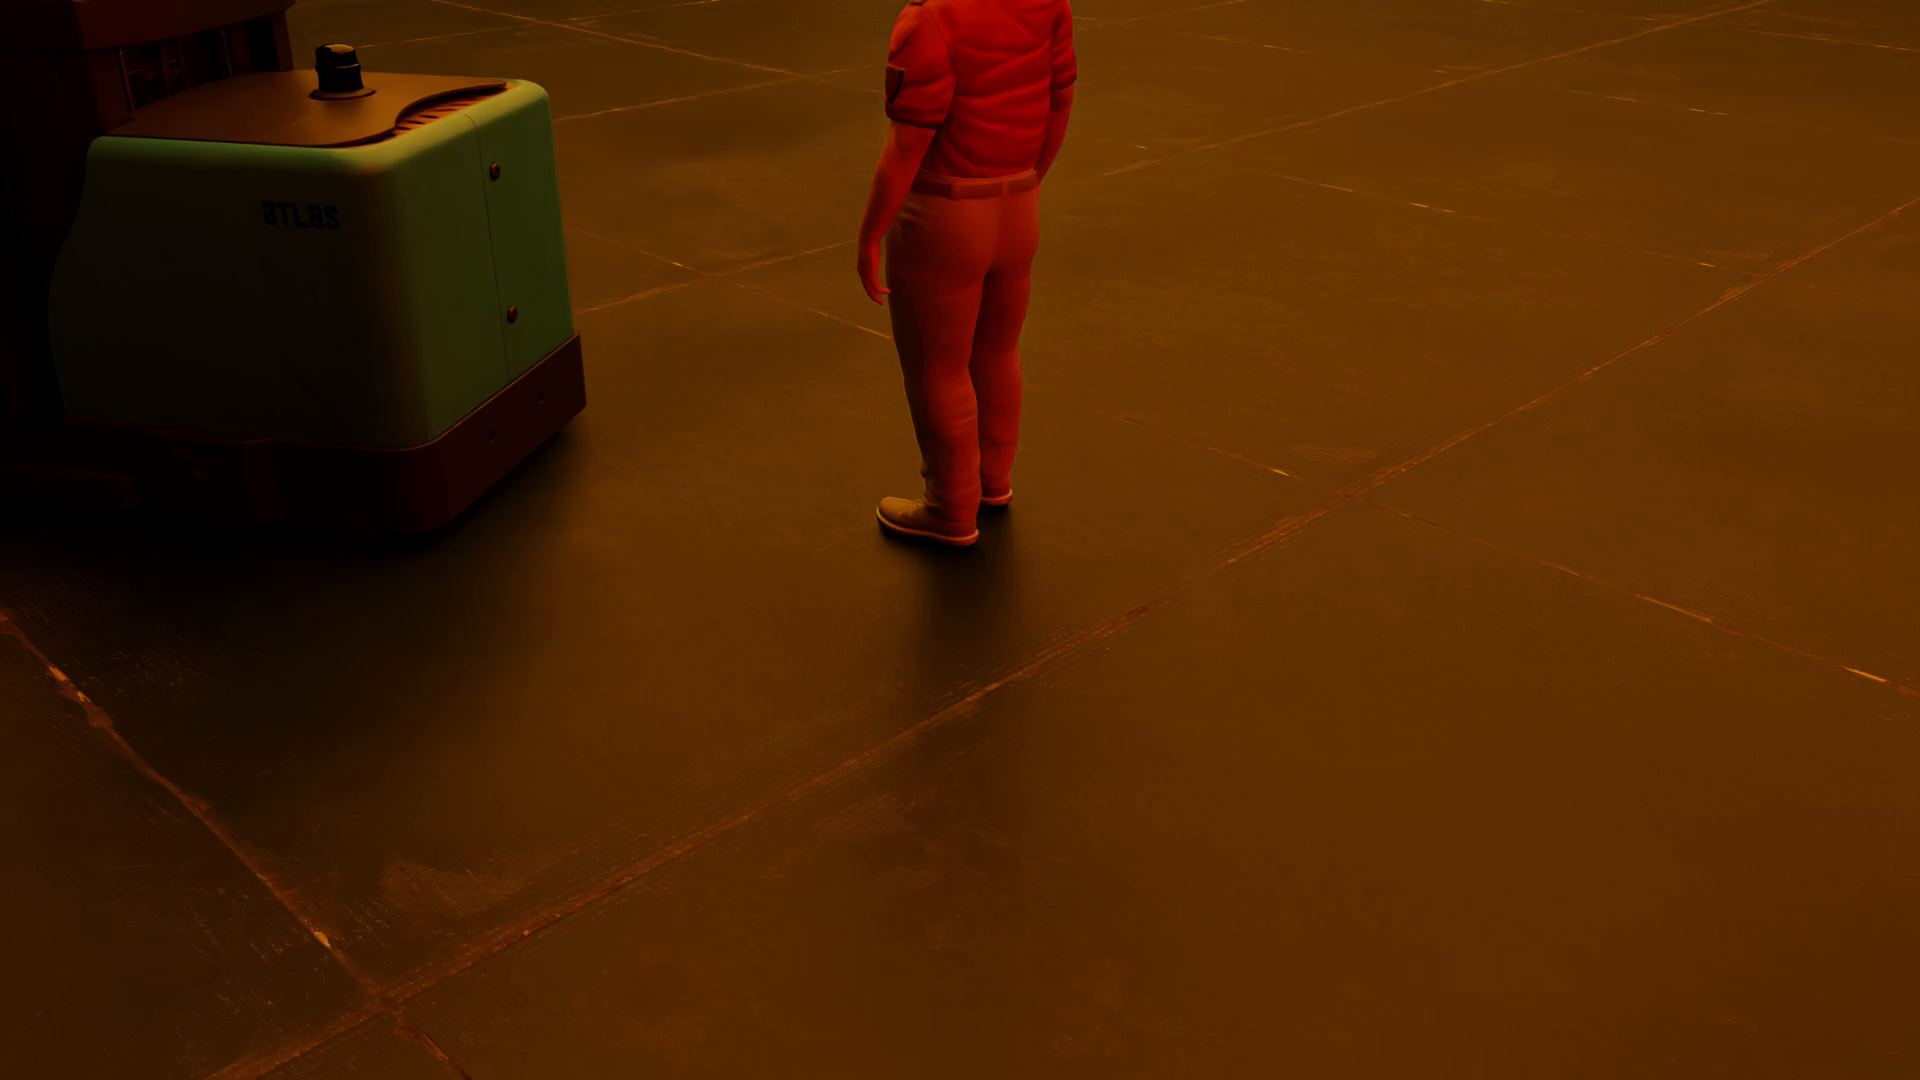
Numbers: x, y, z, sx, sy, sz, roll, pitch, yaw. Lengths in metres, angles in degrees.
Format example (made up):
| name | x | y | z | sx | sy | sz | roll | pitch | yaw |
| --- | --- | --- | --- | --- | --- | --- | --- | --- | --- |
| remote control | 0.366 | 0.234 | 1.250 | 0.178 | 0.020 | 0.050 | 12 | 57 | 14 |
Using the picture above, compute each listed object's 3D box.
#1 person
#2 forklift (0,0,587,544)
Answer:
| name | x | y | z | sx | sy | sz | roll | pitch | yaw |
| --- | --- | --- | --- | --- | --- | --- | --- | --- | --- |
| person | -0.055 | -0.814 | 4.223 | 0.640 | 1.727 | 0.551 | -24 | 35 | -39 |
| forklift | -2.750 | -1.635 | 4.547 | 3.031 | 2.935 | 1.130 | 6 | 27 | 12 |
